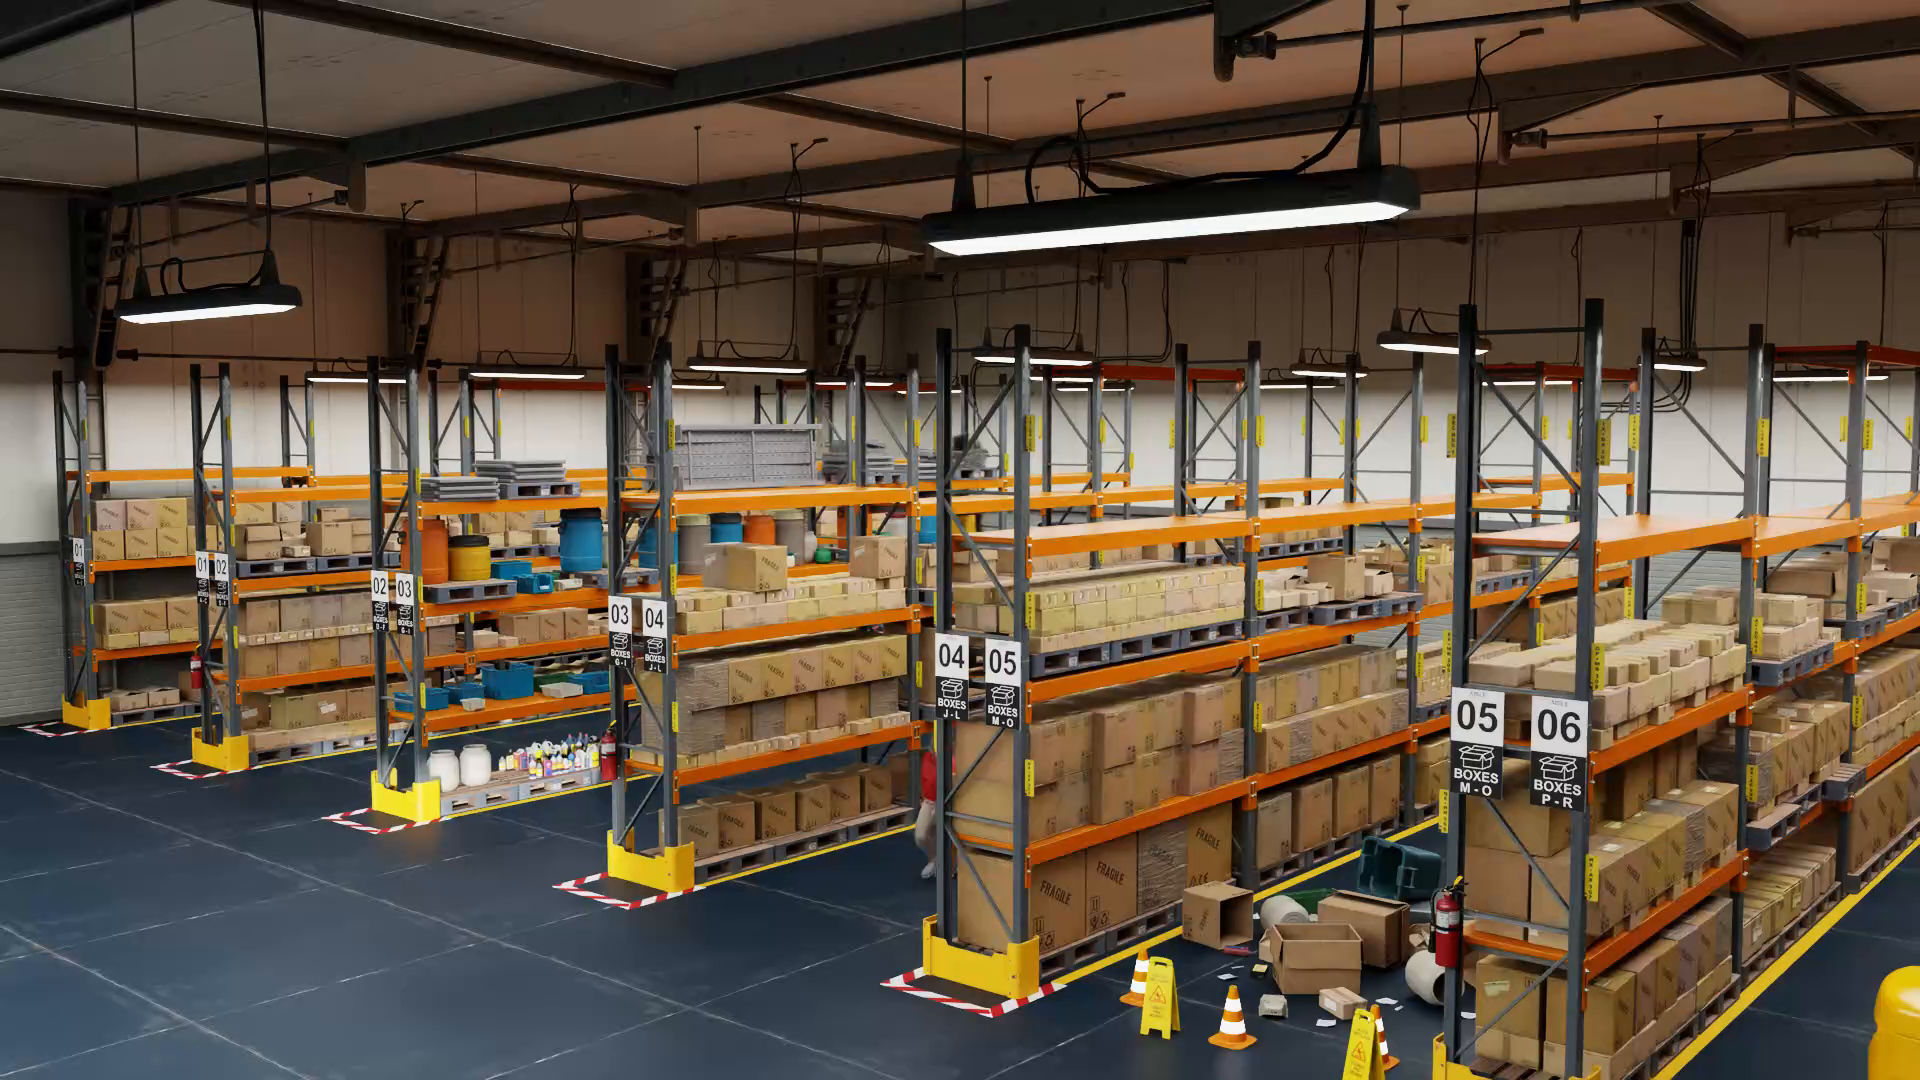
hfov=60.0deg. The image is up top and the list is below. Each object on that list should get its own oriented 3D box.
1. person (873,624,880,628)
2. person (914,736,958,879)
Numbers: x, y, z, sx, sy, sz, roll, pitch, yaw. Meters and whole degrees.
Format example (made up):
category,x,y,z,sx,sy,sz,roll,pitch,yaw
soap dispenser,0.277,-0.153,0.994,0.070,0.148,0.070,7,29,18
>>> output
category,x,y,z,sx,sy,sz,roll,pitch,yaw
person,-1.516,1.909,32.737,0.647,1.782,0.699,2,5,27
person,-0.236,2.980,18.486,0.629,1.678,0.820,2,5,28
